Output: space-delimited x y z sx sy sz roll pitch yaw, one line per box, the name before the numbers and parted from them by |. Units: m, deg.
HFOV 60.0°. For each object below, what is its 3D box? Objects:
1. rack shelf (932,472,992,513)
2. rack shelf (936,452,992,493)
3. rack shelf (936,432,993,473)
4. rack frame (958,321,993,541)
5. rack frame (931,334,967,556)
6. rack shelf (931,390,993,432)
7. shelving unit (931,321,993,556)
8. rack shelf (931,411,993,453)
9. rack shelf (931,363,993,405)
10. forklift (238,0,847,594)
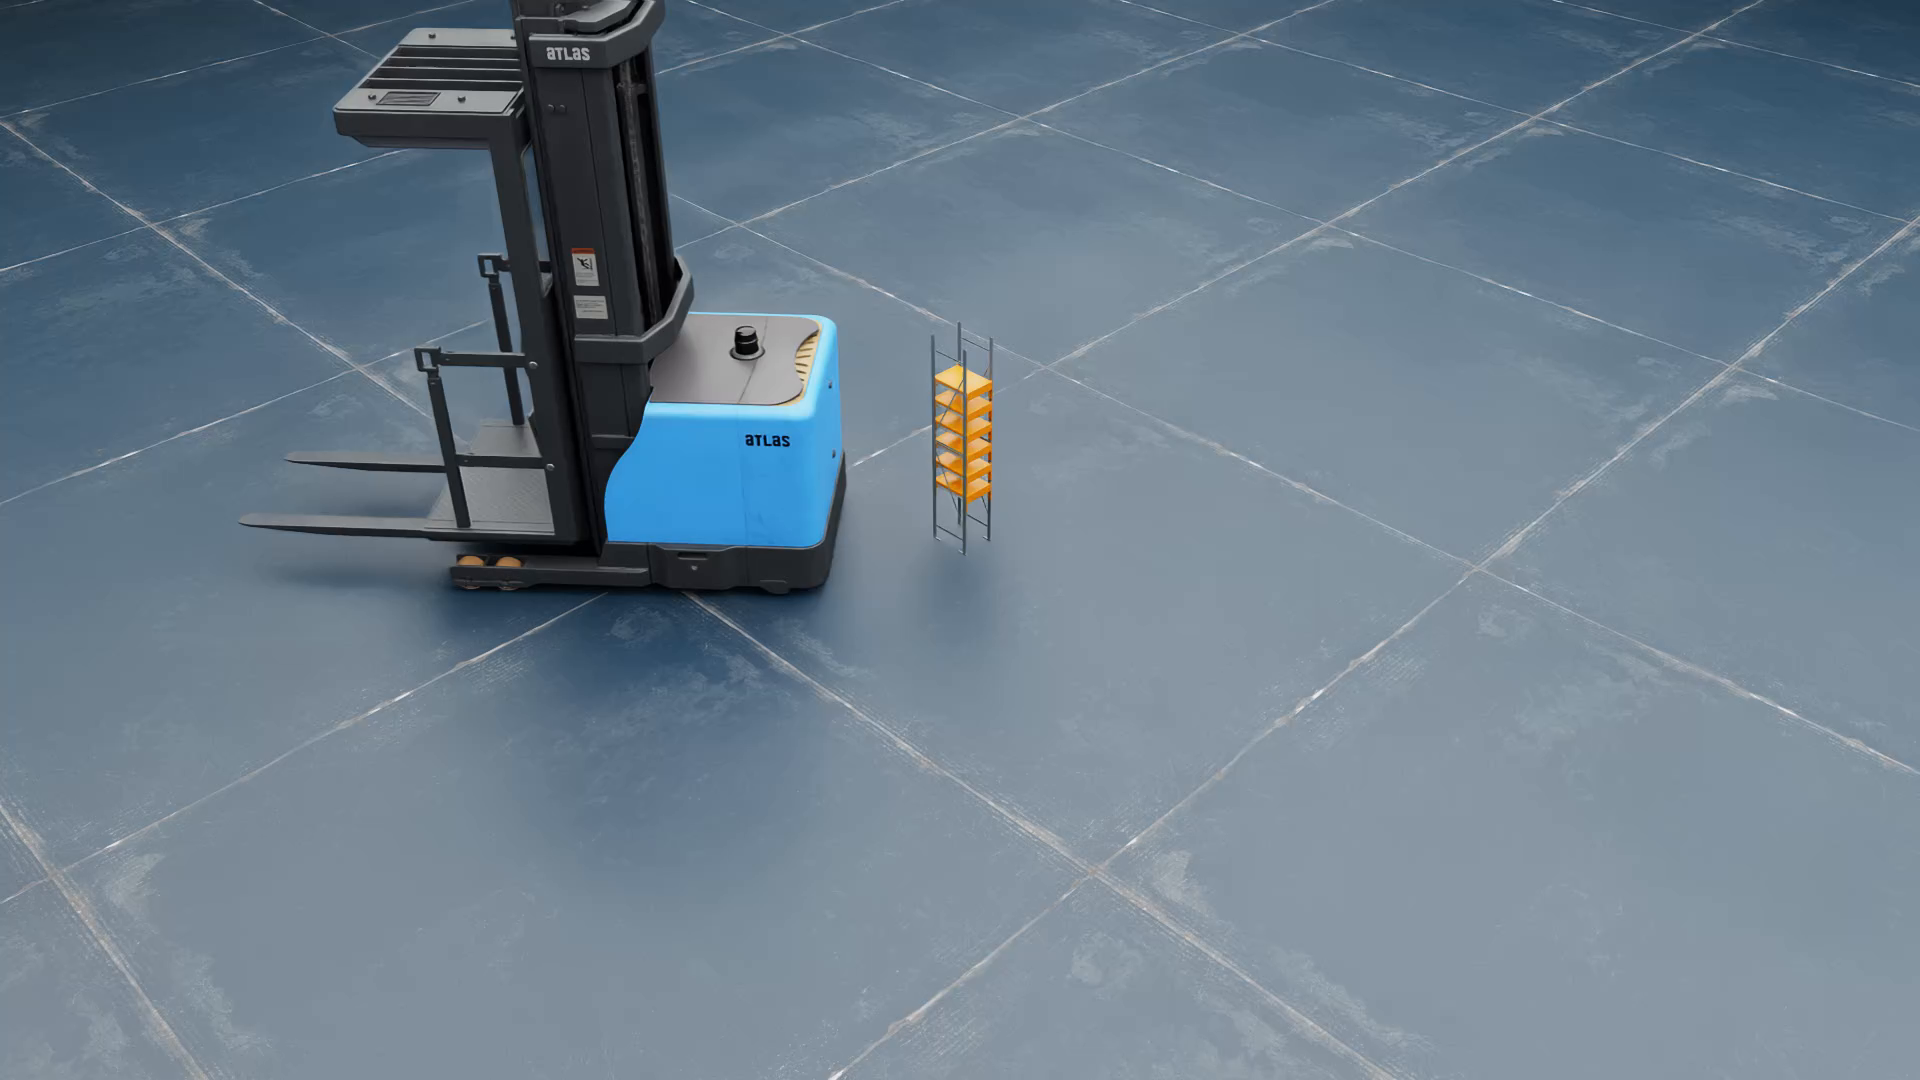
rack shelf | 0.010 -0.265 8.569 0.258 0.103 0.180 30 45 35
rack shelf | 0.010 -0.363 8.500 0.258 0.103 0.180 30 45 35
rack shelf | 0.010 -0.462 8.431 0.258 0.103 0.180 30 45 35
rack frame | 0.075 -0.535 8.459 0.240 1.200 0.006 30 45 35
rack frame | -0.054 -0.461 8.353 0.240 1.200 0.006 30 45 35
rack shelf | 0.010 -0.658 8.294 0.258 0.103 0.180 30 45 35
shelving unit | 0.010 -0.498 8.406 0.258 1.200 0.189 30 45 35
rack shelf | 0.010 -0.560 8.363 0.258 0.103 0.180 30 45 35
rack shelf | 0.010 -0.757 8.225 0.258 0.103 0.180 30 45 35
forklift | -2.154 -1.248 7.968 3.031 2.935 1.130 2 35 3
